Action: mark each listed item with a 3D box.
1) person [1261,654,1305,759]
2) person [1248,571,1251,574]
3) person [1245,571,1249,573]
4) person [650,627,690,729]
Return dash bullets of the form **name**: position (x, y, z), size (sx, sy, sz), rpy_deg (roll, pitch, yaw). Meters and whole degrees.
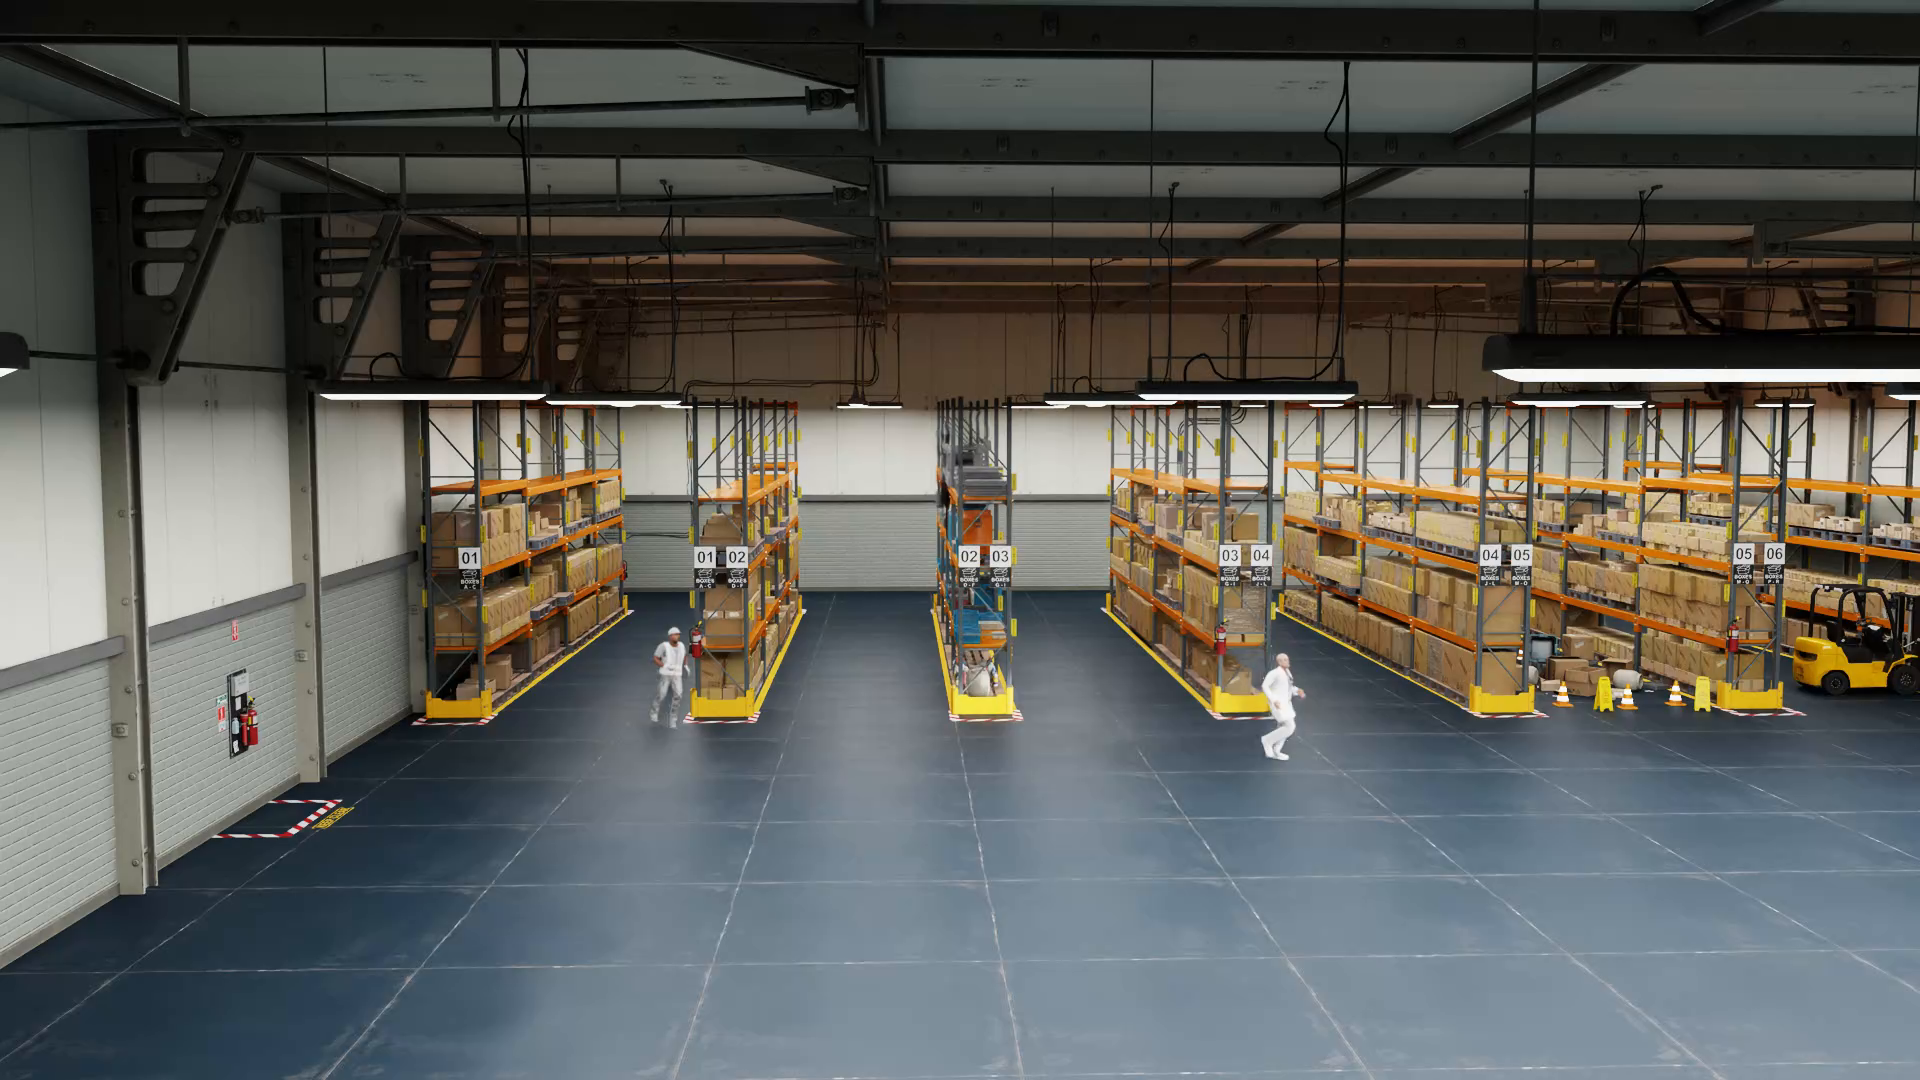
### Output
- **person**: position (5.353, 2.739, 27.363), size (0.601, 1.747, 0.692), rpy_deg (3, 5, 31)
- **person**: position (8.155, 1.378, 45.483), size (0.612, 1.734, 0.690), rpy_deg (0, 4, -4)
- **person**: position (8.000, 1.288, 46.776), size (0.699, 1.651, 0.561), rpy_deg (1, 4, 10)
- **person**: position (-5.250, 2.497, 30.321), size (0.749, 1.818, 0.735), rpy_deg (-3, 5, -35)
